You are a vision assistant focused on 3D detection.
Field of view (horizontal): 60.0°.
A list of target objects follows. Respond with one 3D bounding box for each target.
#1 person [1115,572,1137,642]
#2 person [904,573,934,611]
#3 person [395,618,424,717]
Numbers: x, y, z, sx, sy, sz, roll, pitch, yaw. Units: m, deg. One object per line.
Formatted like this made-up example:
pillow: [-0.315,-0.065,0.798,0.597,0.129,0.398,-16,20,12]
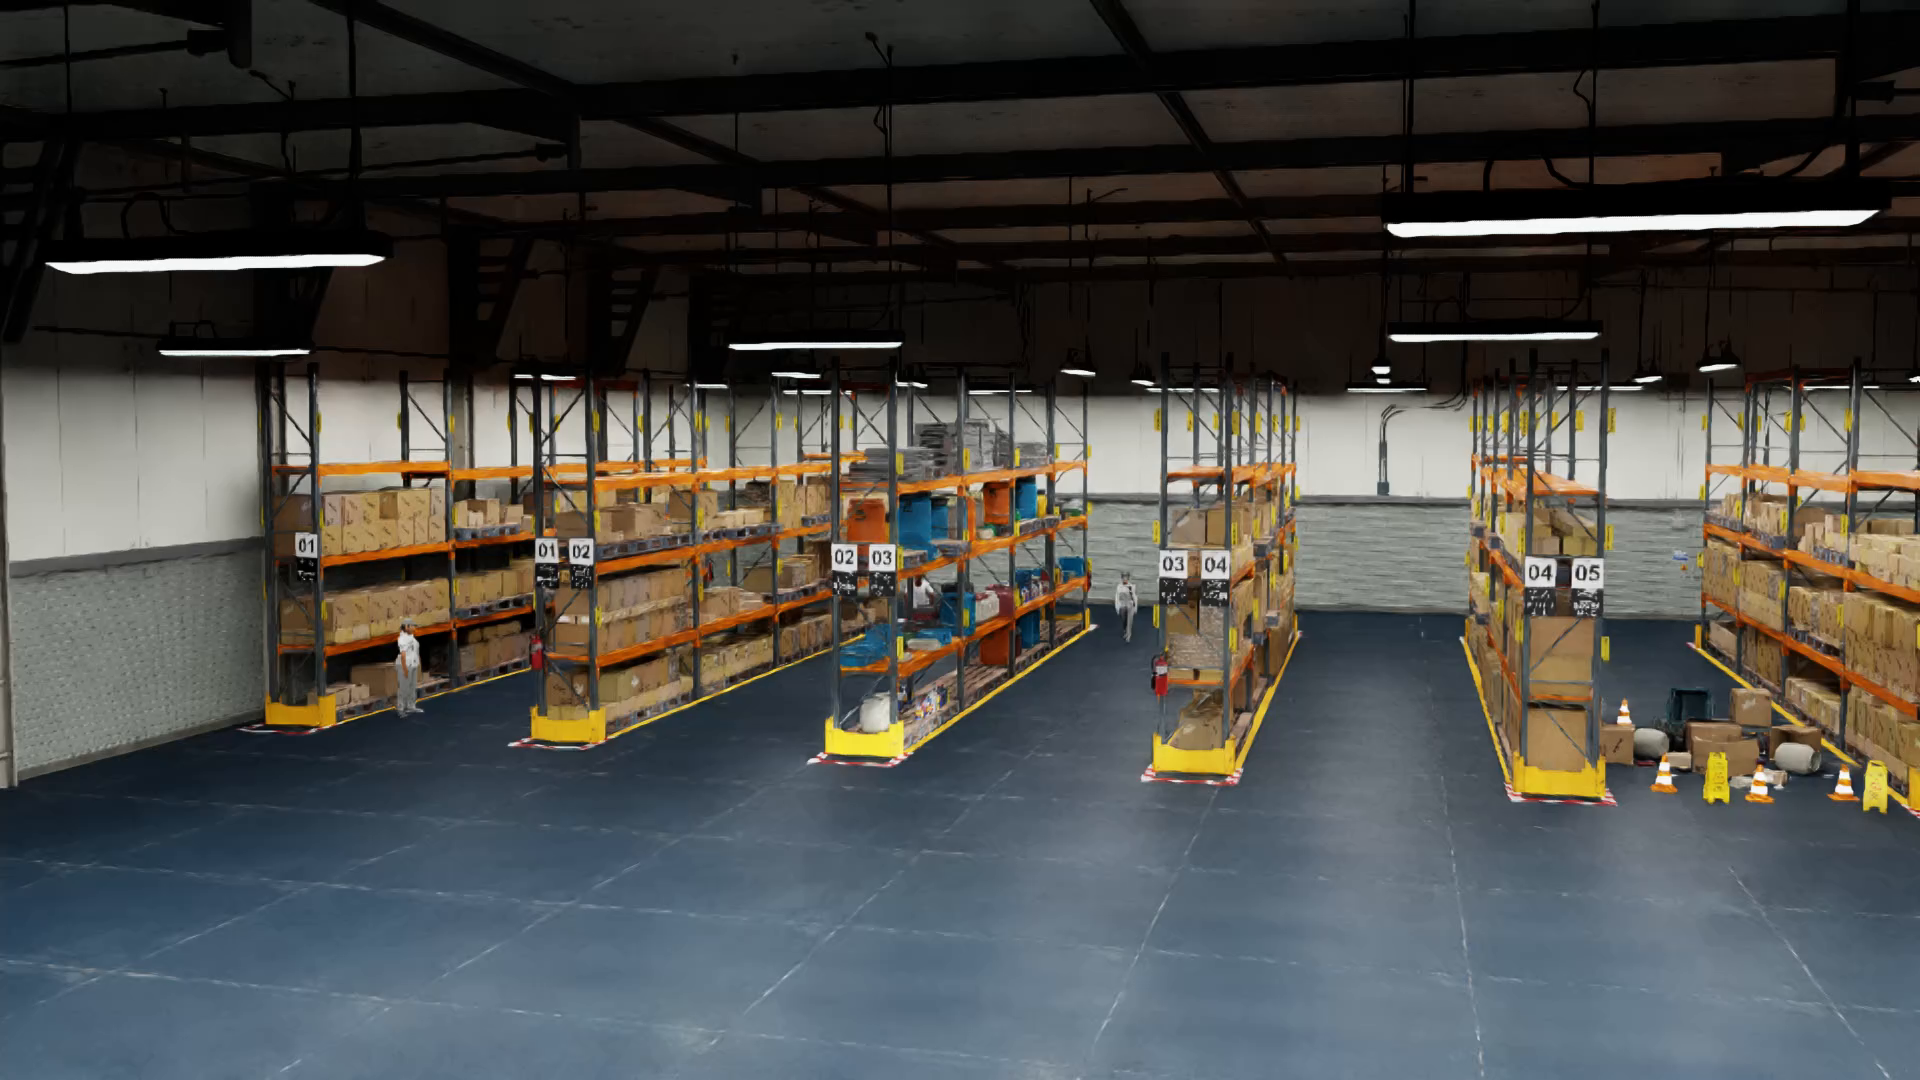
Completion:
person: [3.789,1.519,38.046,0.495,1.577,1.086,1,4,17]
person: [-0.935,1.508,37.632,0.719,1.714,0.578,1,4,12]
person: [-9.424,2.160,28.382,0.396,1.664,0.589,0,4,-1]
